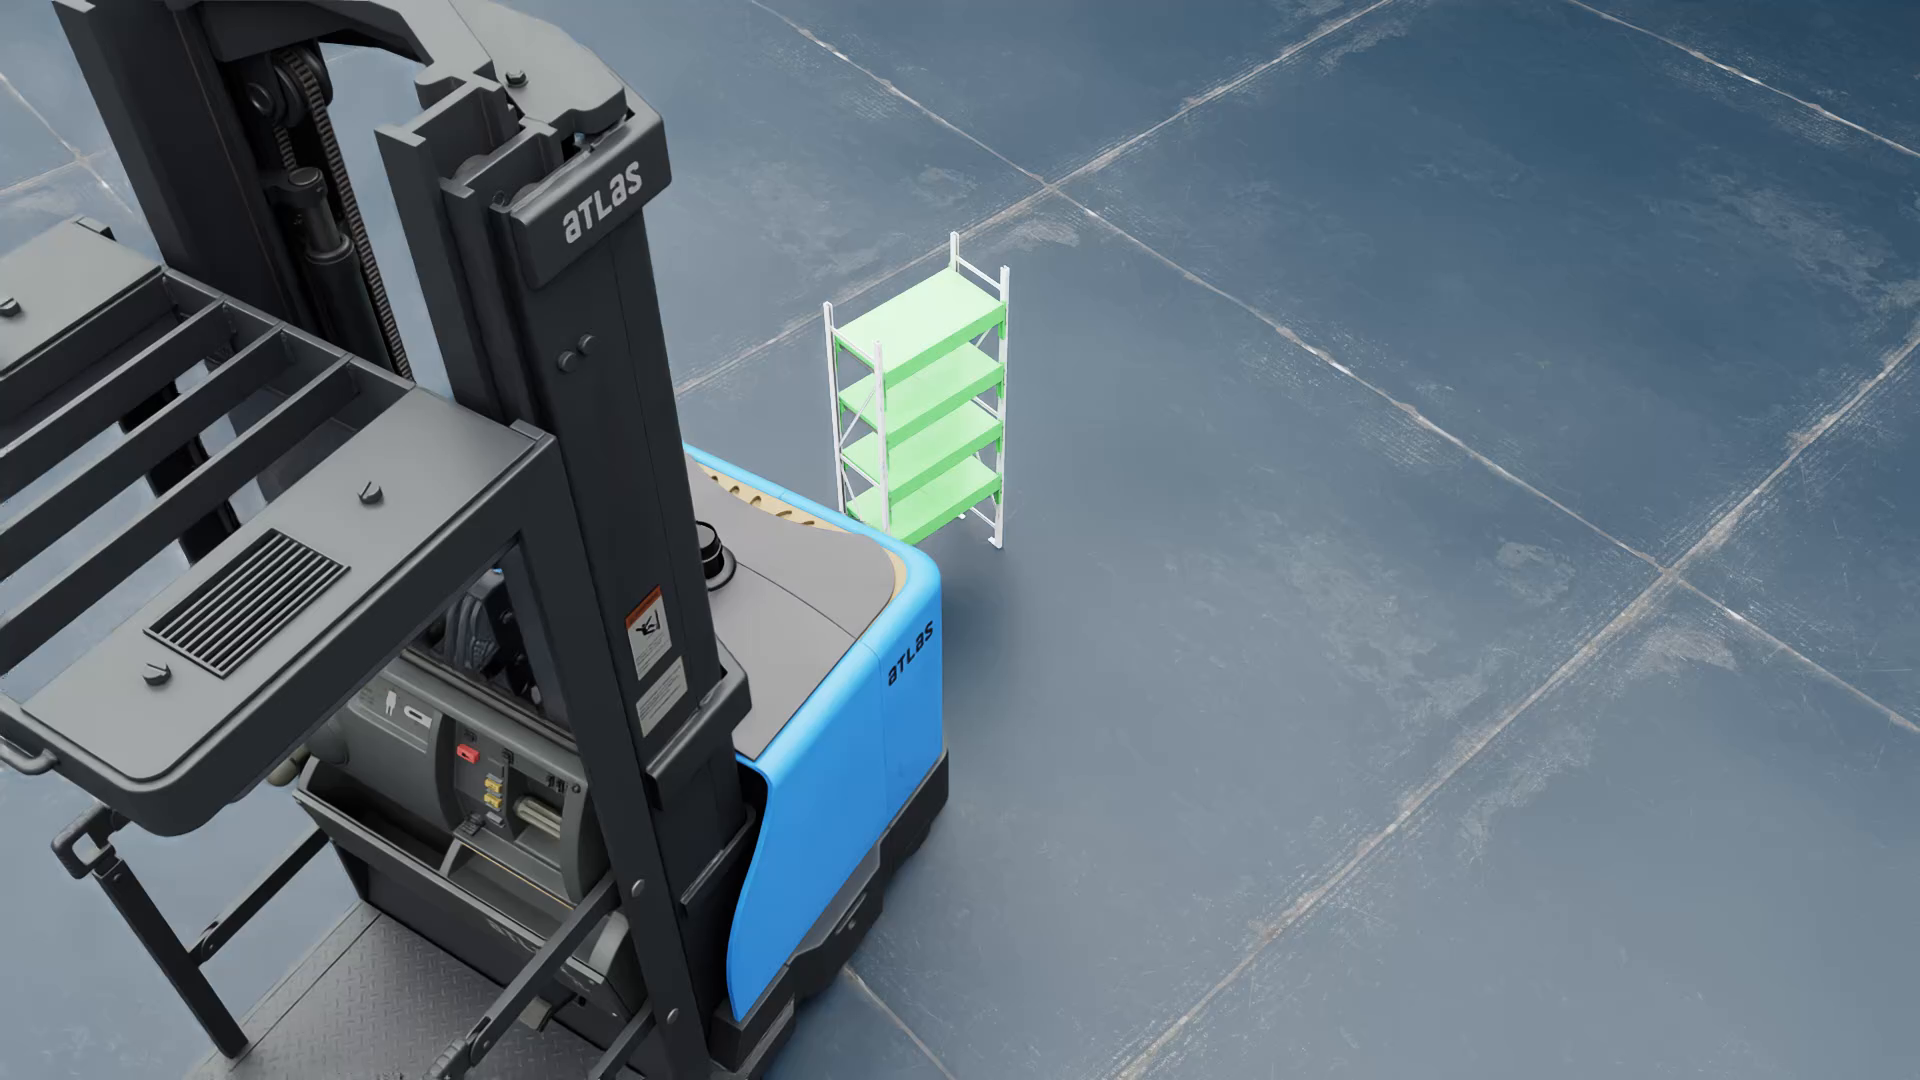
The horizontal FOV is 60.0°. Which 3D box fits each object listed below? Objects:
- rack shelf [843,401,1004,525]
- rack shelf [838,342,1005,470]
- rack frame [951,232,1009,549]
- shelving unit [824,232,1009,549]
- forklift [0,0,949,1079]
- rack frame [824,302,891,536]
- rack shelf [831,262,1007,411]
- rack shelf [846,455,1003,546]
[{"bbox_3d":[-0.122,-0.282,5.280,0.480,0.148,0.258,-34,56,-27],"label":"rack shelf"},{"bbox_3d":[-0.122,-0.444,5.104,0.480,0.148,0.258,-34,56,-27],"label":"rack shelf"},{"bbox_3d":[0.058,-0.446,5.345,0.015,1.200,0.240,-34,56,-27],"label":"rack frame"},{"bbox_3d":[-0.122,-0.325,5.234,0.503,1.200,0.258,-34,56,-27],"label":"shelving unit"},{"bbox_3d":[-1.230,0.525,3.271,1.130,2.935,3.031,24,52,21],"label":"forklift"},{"bbox_3d":[-0.303,-0.204,5.122,0.015,1.200,0.240,-34,56,-27],"label":"rack frame"},{"bbox_3d":[-0.122,-0.607,4.928,0.480,0.148,0.258,-34,56,-27],"label":"rack shelf"},{"bbox_3d":[-0.122,-0.119,5.457,0.480,0.148,0.258,-34,56,-27],"label":"rack shelf"}]
